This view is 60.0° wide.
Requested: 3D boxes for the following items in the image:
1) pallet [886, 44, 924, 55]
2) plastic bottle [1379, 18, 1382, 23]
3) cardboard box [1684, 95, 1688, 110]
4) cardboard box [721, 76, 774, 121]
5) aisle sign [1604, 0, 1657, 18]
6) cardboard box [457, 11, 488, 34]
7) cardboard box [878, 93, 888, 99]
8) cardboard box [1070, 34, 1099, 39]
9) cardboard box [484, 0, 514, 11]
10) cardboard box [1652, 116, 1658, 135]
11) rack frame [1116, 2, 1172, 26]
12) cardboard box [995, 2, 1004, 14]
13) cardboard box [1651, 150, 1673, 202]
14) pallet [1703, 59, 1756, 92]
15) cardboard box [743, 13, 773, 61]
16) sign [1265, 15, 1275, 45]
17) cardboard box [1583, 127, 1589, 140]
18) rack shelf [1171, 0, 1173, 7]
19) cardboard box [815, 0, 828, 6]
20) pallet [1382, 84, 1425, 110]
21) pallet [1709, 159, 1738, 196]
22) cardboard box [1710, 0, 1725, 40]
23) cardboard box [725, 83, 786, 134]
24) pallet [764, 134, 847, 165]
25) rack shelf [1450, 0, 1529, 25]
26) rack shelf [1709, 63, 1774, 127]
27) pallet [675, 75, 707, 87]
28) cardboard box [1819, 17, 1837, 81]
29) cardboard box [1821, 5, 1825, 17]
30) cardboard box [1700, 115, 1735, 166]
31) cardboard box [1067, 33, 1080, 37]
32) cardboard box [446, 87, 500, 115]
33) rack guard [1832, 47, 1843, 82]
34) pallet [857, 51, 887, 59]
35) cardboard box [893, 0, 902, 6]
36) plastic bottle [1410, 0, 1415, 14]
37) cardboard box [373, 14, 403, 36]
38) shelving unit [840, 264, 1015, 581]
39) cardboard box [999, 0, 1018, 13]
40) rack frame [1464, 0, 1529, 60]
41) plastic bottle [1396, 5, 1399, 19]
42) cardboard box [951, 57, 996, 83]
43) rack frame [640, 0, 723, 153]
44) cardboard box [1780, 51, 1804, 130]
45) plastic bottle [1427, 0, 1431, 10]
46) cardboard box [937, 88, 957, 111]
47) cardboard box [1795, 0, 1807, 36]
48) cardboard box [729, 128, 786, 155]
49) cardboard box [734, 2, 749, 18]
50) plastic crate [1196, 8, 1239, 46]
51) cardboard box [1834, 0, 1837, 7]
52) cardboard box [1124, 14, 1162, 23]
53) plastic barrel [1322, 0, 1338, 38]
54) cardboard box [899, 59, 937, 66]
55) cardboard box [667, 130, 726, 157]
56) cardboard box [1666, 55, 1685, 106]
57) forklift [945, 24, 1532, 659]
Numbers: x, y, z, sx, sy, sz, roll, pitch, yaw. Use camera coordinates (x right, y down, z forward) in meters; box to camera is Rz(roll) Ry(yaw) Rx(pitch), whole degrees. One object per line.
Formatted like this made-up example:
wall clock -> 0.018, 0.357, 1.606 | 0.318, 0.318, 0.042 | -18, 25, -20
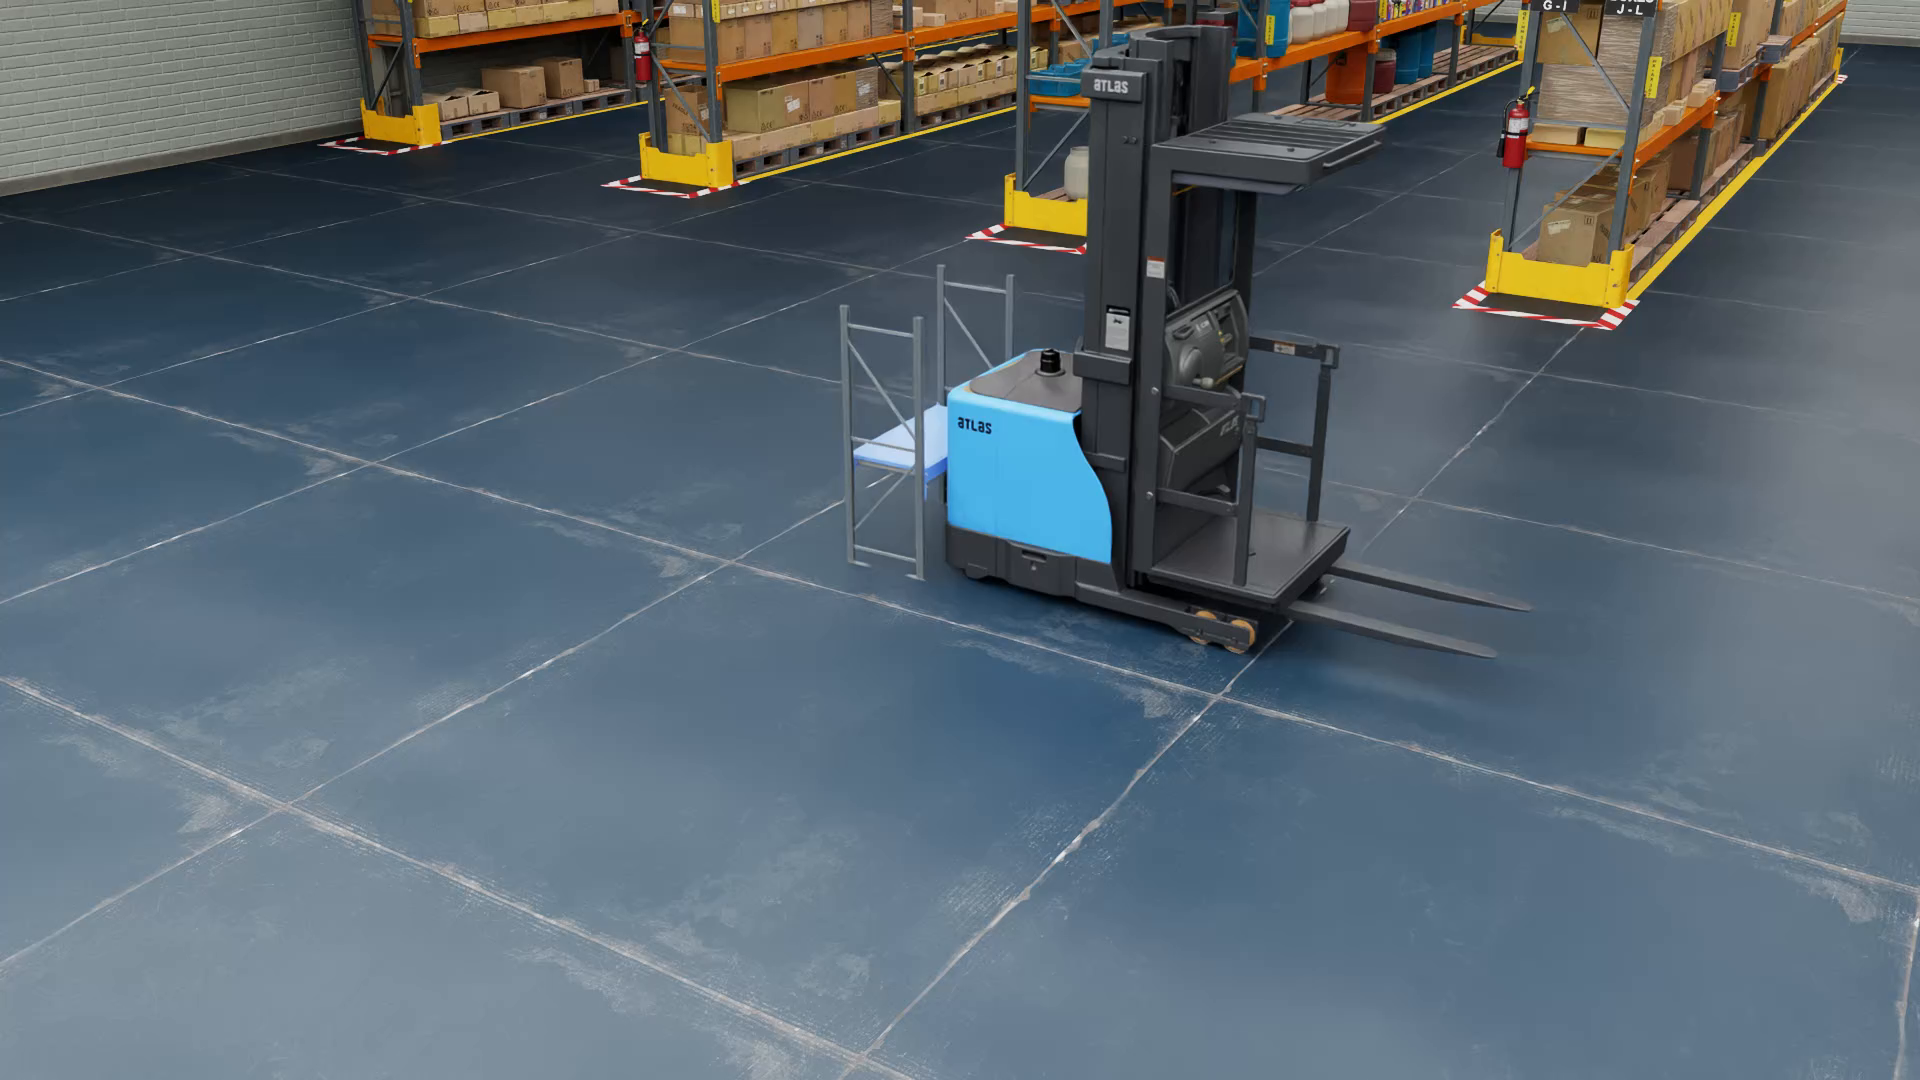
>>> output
pallet -> -1.405, -9.130, 30.574 | 1.003, 0.211, 1.213 | 14, 27, 29
plastic bottle -> 5.748, -7.281, 22.949 | 0.152, 0.276, 0.135 | 14, 27, 29
cardboard box -> 6.778, -4.211, 16.017 | 0.380, 0.149, 0.250 | 14, 27, 29
cardboard box -> -2.636, -5.458, 20.570 | 0.500, 0.500, 0.500 | 14, 27, 29
aisle sign -> 5.455, -4.631, 13.399 | 0.394, 0.787, 0.004 | 14, 27, 29
cardboard box -> -6.603, -6.852, 21.967 | 0.500, 0.250, 0.500 | 13, 27, 27
cardboard box -> -1.099, -6.080, 22.952 | 0.500, 0.250, 0.500 | 14, 27, 28
cardboard box -> 2.062, -7.794, 26.570 | 0.500, 0.500, 0.500 | 13, 27, 28
cardboard box -> -6.337, -7.356, 22.186 | 0.500, 0.500, 0.500 | 13, 27, 27
cardboard box -> 5.993, -3.703, 14.844 | 0.380, 0.149, 0.250 | 14, 27, 29
rack frame -> 3.149, -9.649, 28.263 | 1.000, 3.000, 0.127 | 14, 27, 29
cardboard box -> 0.414, -7.741, 24.173 | 0.380, 0.149, 0.250 | 16, 28, 33
cardboard box -> 7.098, -3.791, 17.348 | 0.500, 0.500, 0.500 | 13, 27, 27
pallet -> 7.869, -5.011, 17.791 | 1.003, 0.211, 1.213 | 14, 27, 29
cardboard box -> -2.651, -5.978, 19.657 | 0.700, 0.500, 0.500 | 15, 27, 30
sign -> 3.596, -5.918, 19.295 | 0.100, 0.325, 0.005 | 14, 27, 29
cardboard box -> 5.340, -3.630, 14.676 | 0.380, 0.149, 0.250 | 14, 27, 29
rack shelf -> 4.204, -9.994, 29.965 | 1.077, 0.370, 4.000 | 14, 27, 29
cardboard box -> -1.841, -6.637, 20.364 | 0.380, 0.149, 0.250 | 15, 28, 31
pallet -> 6.270, -6.665, 24.880 | 1.003, 0.211, 1.213 | 14, 27, 29
pallet -> 8.395, -4.268, 19.344 | 1.003, 0.211, 1.213 | 14, 27, 29
cardboard box -> 7.077, -5.134, 16.076 | 0.500, 0.500, 0.500 | 14, 27, 29
cardboard box -> -2.447, -5.177, 19.922 | 0.500, 0.500, 0.500 | 14, 27, 29
pallet -> -2.169, -4.996, 21.025 | 1.003, 0.211, 1.213 | 14, 27, 29
rack shelf -> 8.410, -8.955, 27.565 | 1.077, 0.370, 4.000 | 14, 27, 29
rack shelf -> 8.398, -5.217, 18.930 | 1.077, 0.370, 4.000 | 14, 27, 29
pallet -> -4.230, -7.383, 26.538 | 1.003, 0.211, 1.213 | 14, 27, 29
cardboard box -> 12.923, -7.600, 25.675 | 0.875, 0.875, 0.875 | 14, 27, 29
cardboard box -> 12.140, -7.575, 23.789 | 0.380, 0.149, 0.250 | 13, 27, 27
cardboard box -> 8.541, -4.663, 19.339 | 0.700, 0.500, 0.500 | 16, 28, 33
cardboard box -> 1.606, -7.893, 26.800 | 0.500, 0.500, 0.500 | 13, 27, 27
cardboard box -> -6.650, -6.011, 22.690 | 0.500, 0.311, 0.500 | 16, 28, 33
rack guard -> 13.685, -7.783, 27.099 | 1.175, 0.500, 0.348 | 14, 27, 29
pallet -> -2.047, -8.717, 29.619 | 1.003, 0.211, 1.213 | 14, 27, 29
cardboard box -> -1.294, -9.645, 30.432 | 0.750, 0.750, 0.750 | 14, 27, 30
plastic bottle -> 6.479, -7.749, 24.031 | 0.152, 0.276, 0.135 | 14, 27, 29
cardboard box -> -7.310, -6.774, 21.787 | 0.500, 0.250, 0.500 | 14, 27, 30
shelving unit -> -0.163, -0.690, 9.456 | 0.538, 1.500, 1.048 | 13, 27, 27
cardboard box -> 0.799, -7.822, 24.360 | 0.380, 0.149, 0.250 | 14, 27, 29
rack frame -> 9.465, -9.960, 28.981 | 1.000, 3.000, 0.127 | 14, 27, 29
plastic bottle -> 6.147, -7.481, 23.506 | 0.097, 0.201, 0.097 | 0, 23, 0
cardboard box -> 0.168, -6.744, 23.778 | 0.500, 0.311, 0.500 | 15, 27, 30
rack frame -> -3.181, -5.599, 18.907 | 1.000, 3.000, 0.127 | 14, 27, 29
cardboard box -> 10.311, -5.967, 21.904 | 1.225, 0.875, 0.875 | 14, 27, 29
plastic bottle -> 6.892, -8.013, 24.640 | 0.152, 0.276, 0.135 | 14, 27, 29
cardboard box -> -0.377, -6.136, 23.081 | 0.500, 0.250, 0.500 | 15, 27, 30
cardboard box -> 10.743, -6.891, 21.767 | 0.500, 0.500, 0.500 | 14, 27, 29
cardboard box -> -2.449, -4.834, 20.072 | 0.500, 0.250, 0.500 | 14, 27, 29
cardboard box -> -2.654, -6.119, 19.168 | 0.380, 0.149, 0.250 | 13, 27, 28
plastic crate -> 3.130, -6.167, 20.138 | 0.402, 0.464, 0.583 | 14, 27, 29
cardboard box -> 12.958, -8.101, 25.005 | 0.380, 0.149, 0.250 | 14, 27, 30
cardboard box -> 3.208, -8.956, 29.254 | 0.500, 0.500, 0.500 | 14, 27, 29
plastic barrel -> 4.661, -6.777, 21.488 | 0.421, 0.512, 0.421 | 0, 23, 0
cardboard box -> -0.567, -6.679, 23.629 | 0.500, 0.311, 0.500 | 14, 27, 29
cardboard box -> -3.149, -4.773, 19.931 | 0.500, 0.250, 0.500 | 14, 27, 29
cardboard box -> 6.282, -4.404, 15.647 | 0.875, 0.500, 0.500 | 14, 27, 29
forklift -> 1.438, -1.012, 8.398 | 3.031, 2.935, 1.130 | 14, 27, 29
